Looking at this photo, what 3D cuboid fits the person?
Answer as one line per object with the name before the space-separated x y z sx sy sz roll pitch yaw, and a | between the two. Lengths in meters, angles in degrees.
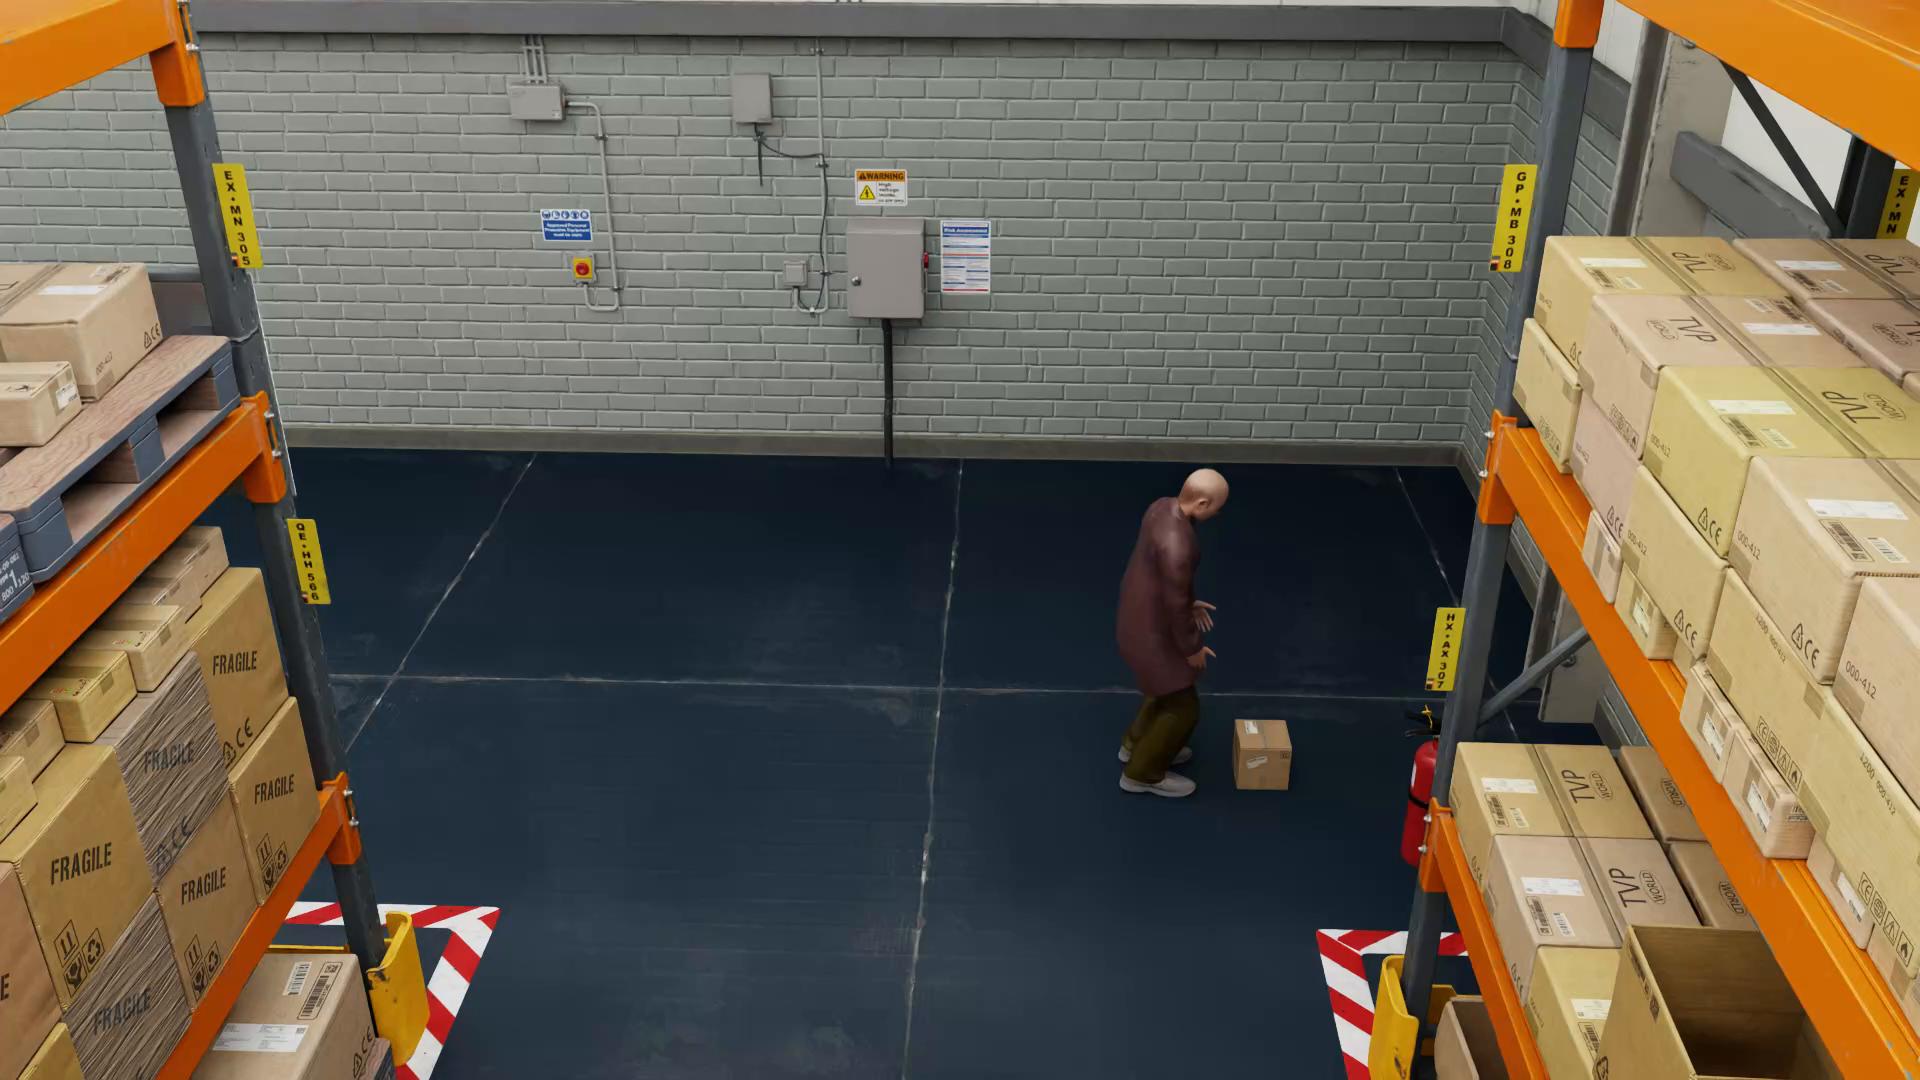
person | 0.991 0.423 7.960 0.503 1.666 0.607 2 28 3
